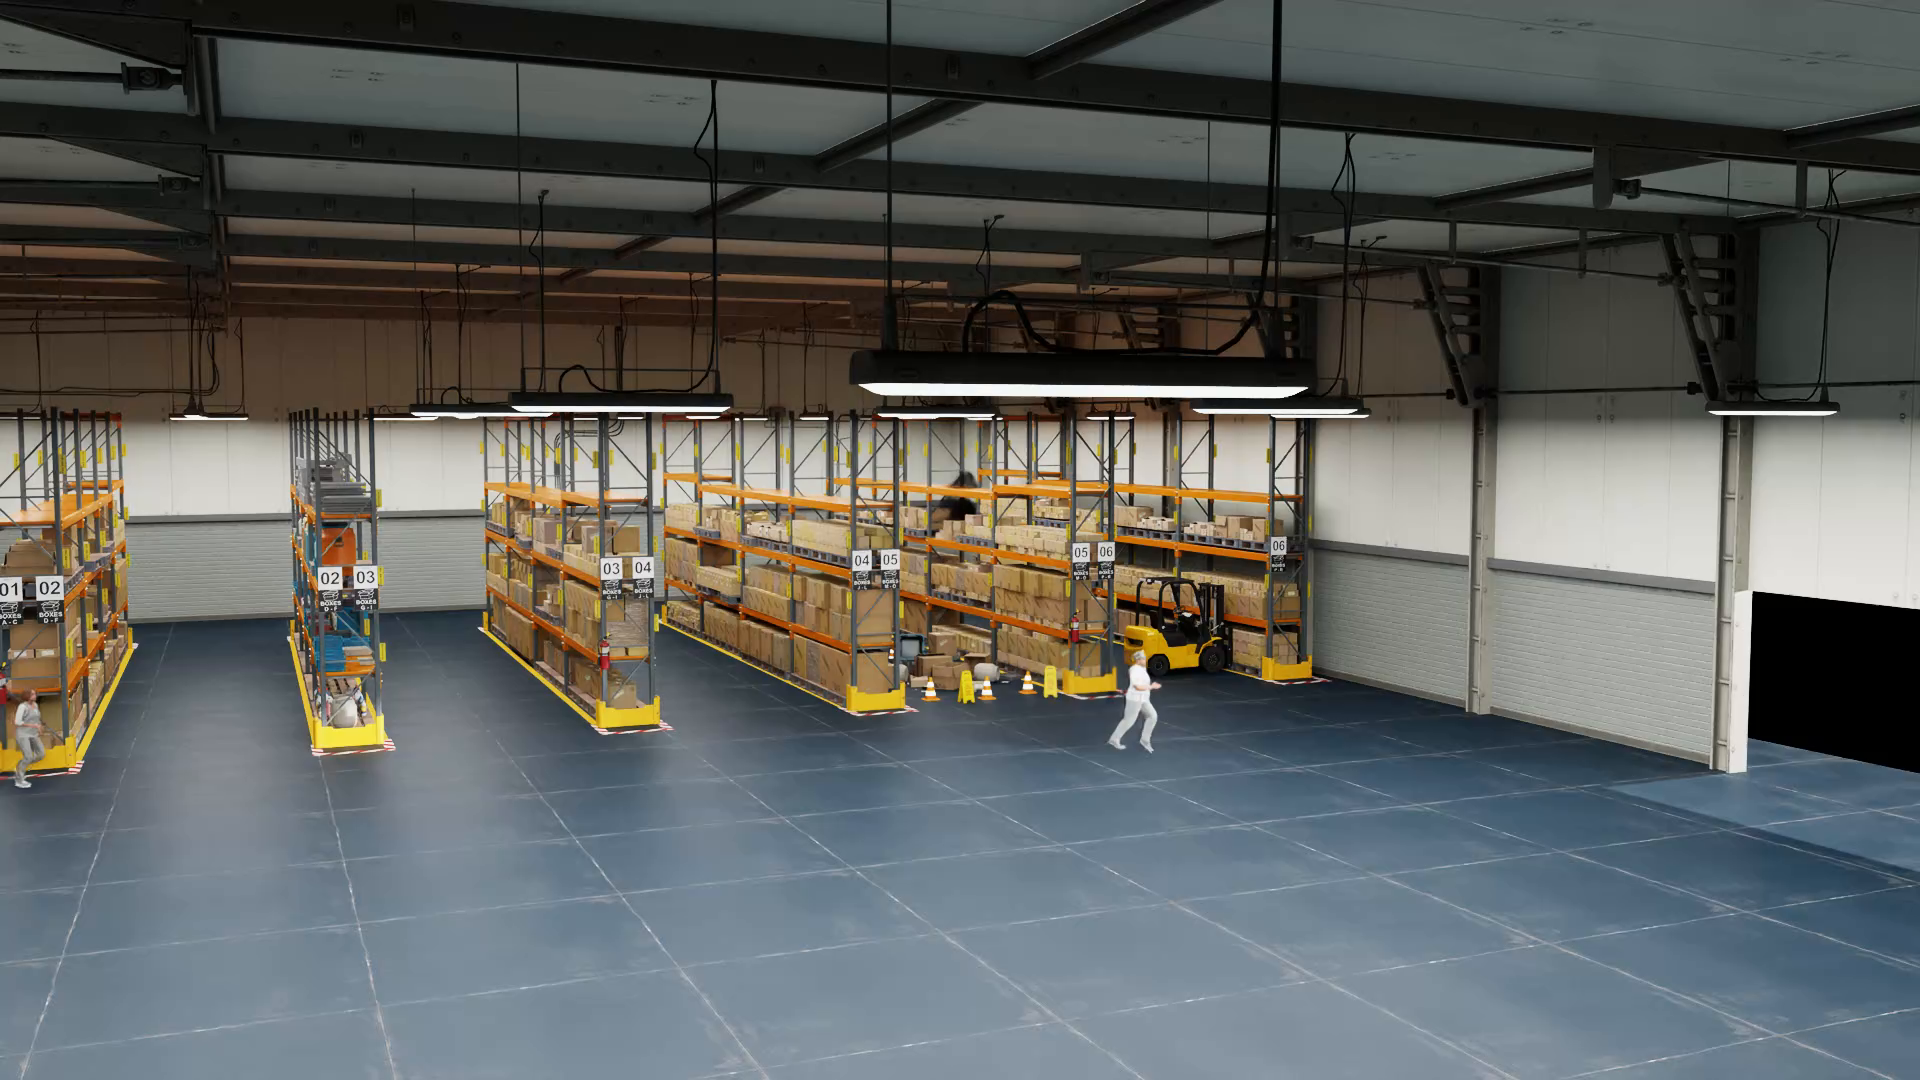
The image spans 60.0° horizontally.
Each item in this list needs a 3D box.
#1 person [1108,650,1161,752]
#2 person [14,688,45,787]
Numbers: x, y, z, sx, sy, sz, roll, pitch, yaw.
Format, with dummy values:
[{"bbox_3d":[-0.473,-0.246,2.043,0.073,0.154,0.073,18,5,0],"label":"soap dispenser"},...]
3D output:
[{"bbox_3d":[3.079,2.816,29.009,0.916,1.829,0.673,2,4,23],"label":"person"},{"bbox_3d":[-14.690,3.111,26.295,0.563,1.552,0.580,1,4,8],"label":"person"}]
